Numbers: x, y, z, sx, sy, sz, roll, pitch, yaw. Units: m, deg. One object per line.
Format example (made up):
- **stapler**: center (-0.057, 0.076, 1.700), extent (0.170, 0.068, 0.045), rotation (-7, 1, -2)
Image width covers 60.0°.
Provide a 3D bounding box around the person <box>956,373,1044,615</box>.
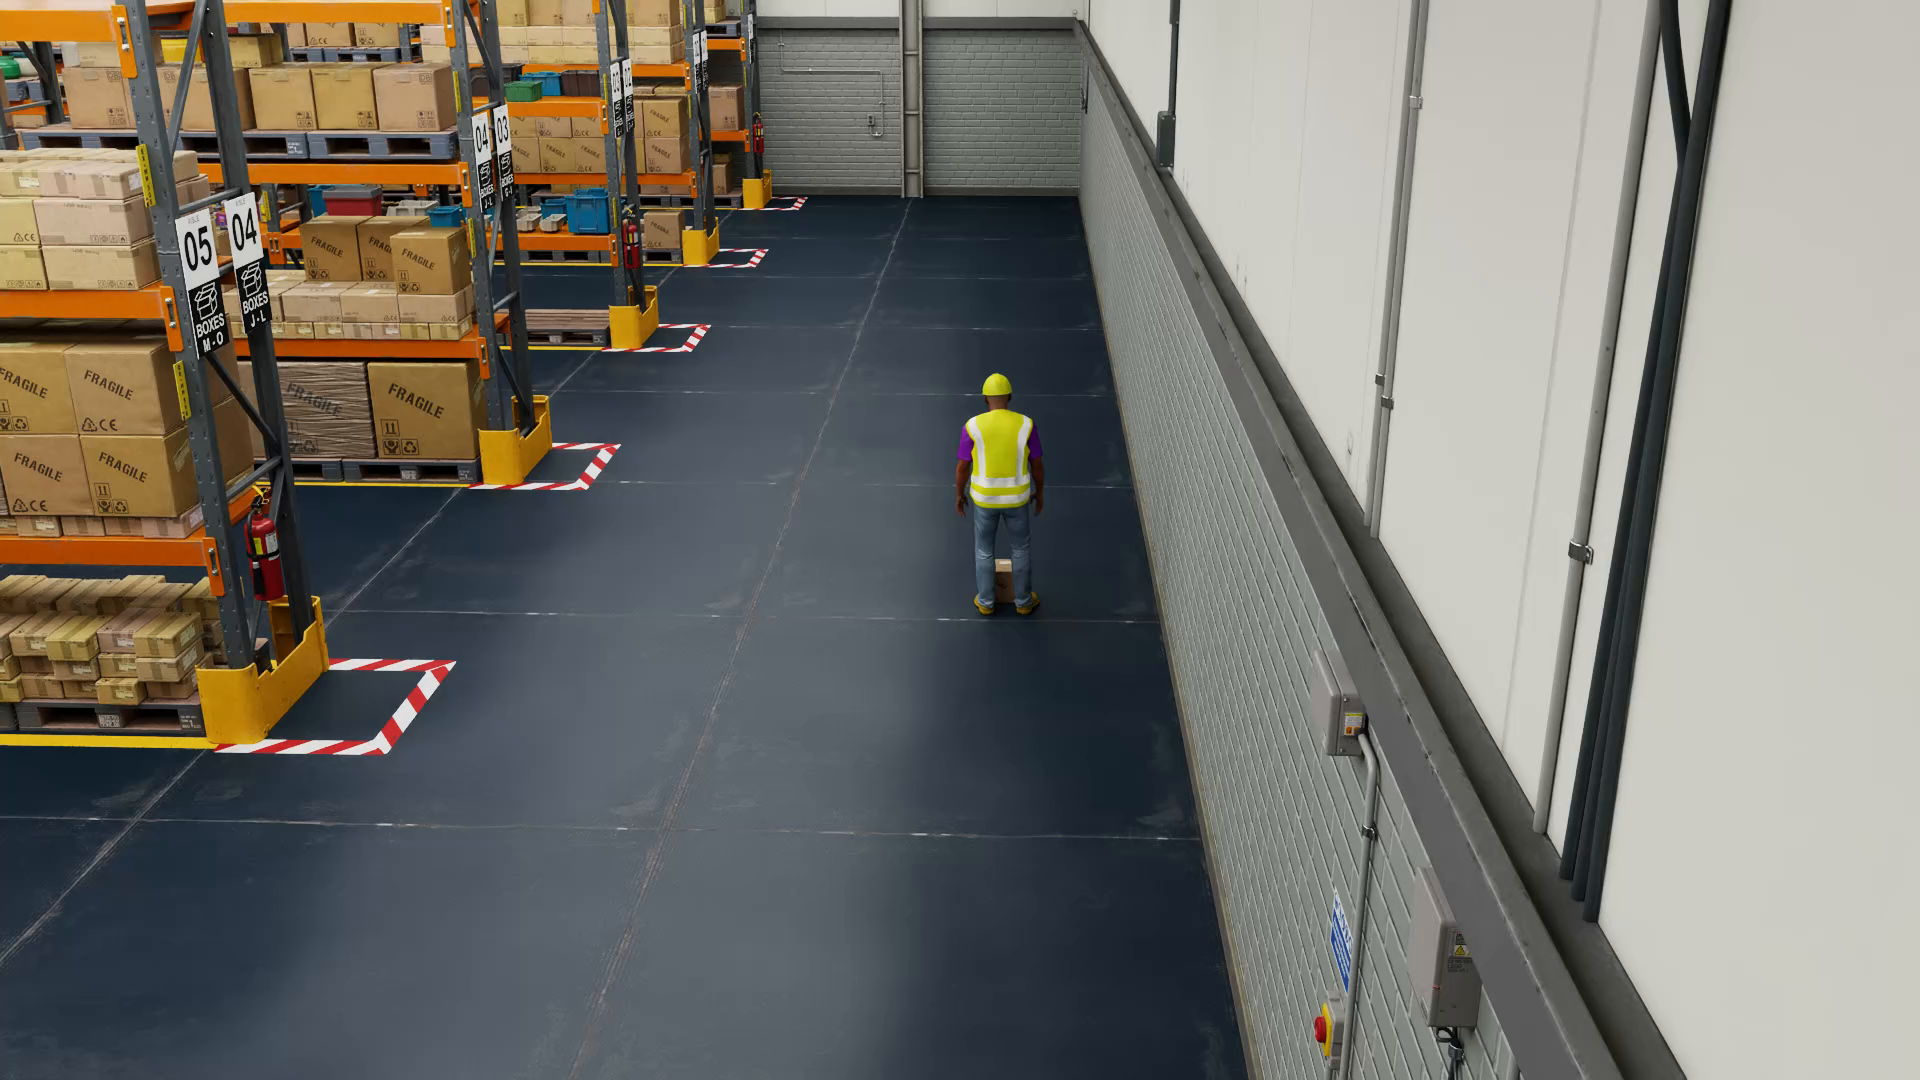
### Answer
- **person**: center (0.286, -0.322, 11.908), extent (0.635, 1.761, 0.455), rotation (0, 21, -1)
